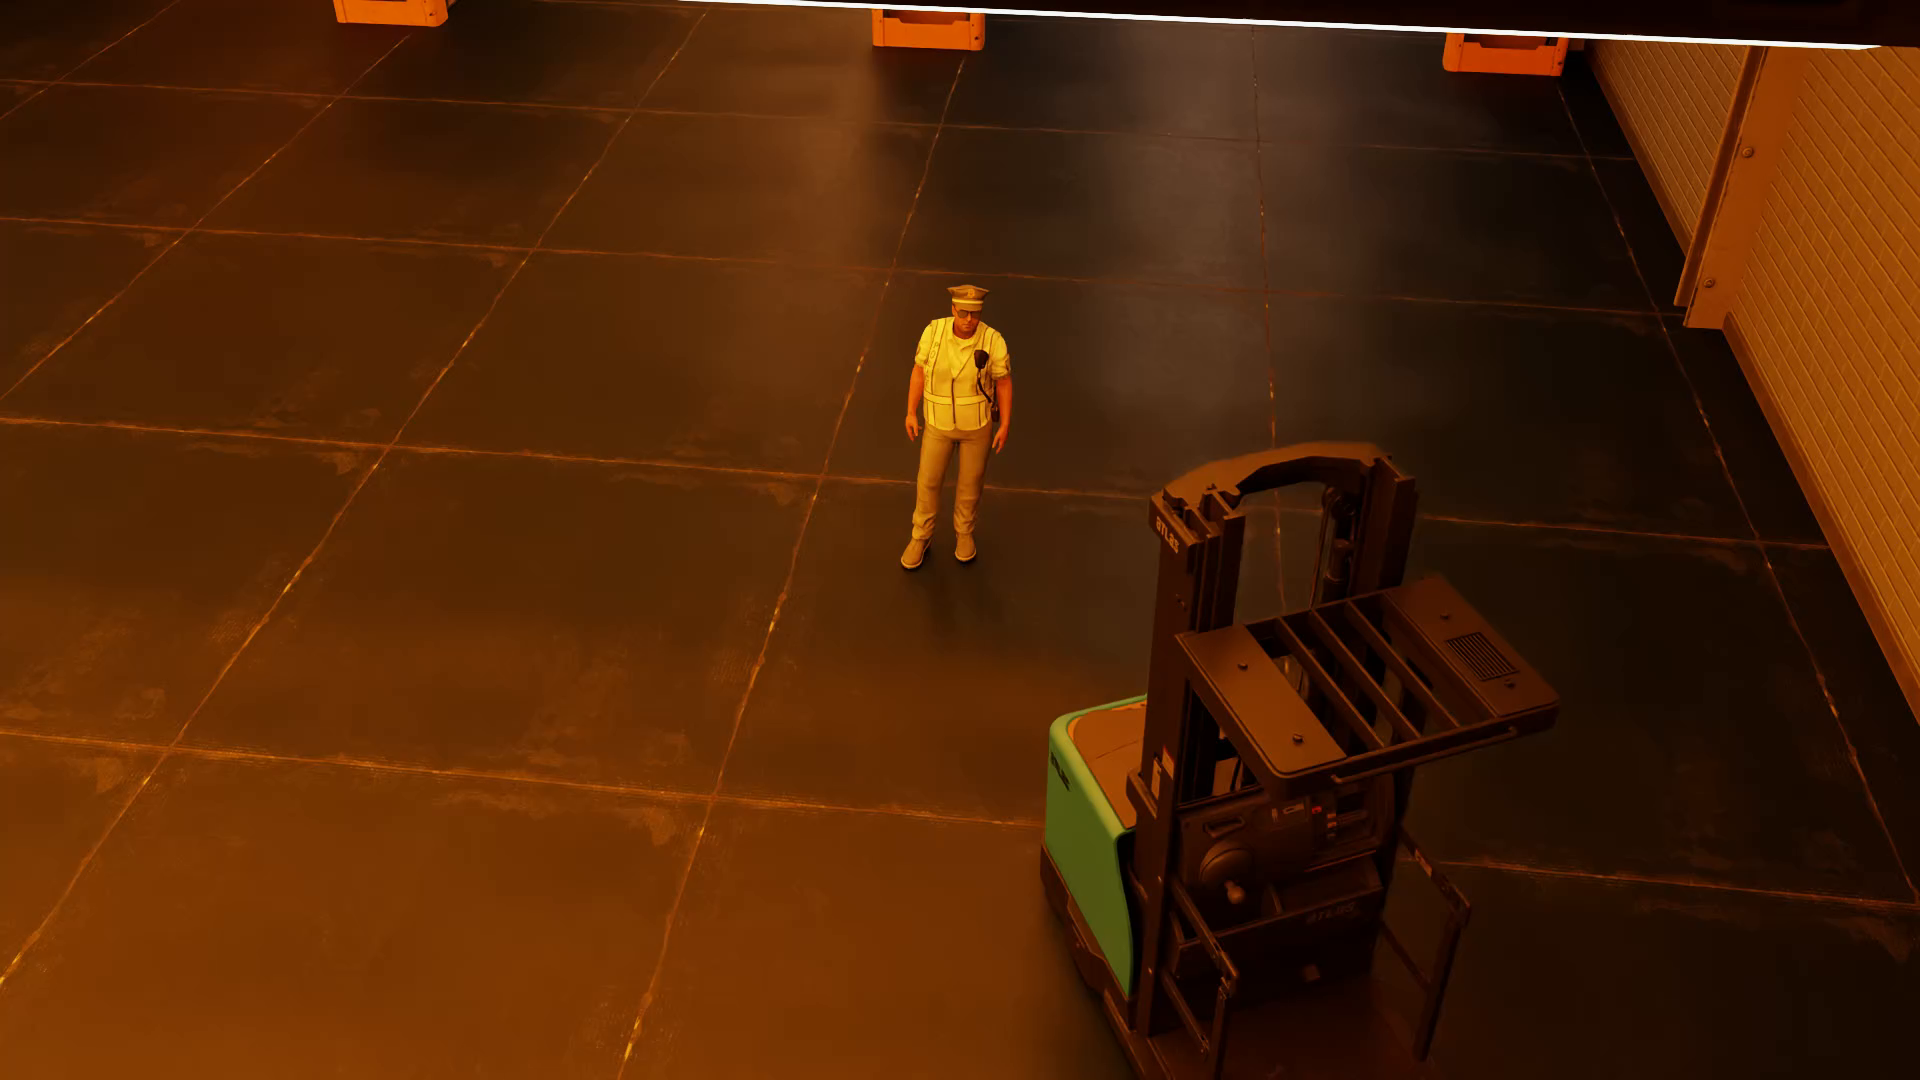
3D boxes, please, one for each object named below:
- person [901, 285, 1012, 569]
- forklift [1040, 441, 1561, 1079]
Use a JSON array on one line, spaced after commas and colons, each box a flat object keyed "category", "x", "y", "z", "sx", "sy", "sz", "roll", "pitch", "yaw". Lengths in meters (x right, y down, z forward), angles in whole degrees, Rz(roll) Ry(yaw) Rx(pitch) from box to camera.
[{"category": "person", "x": -0.022, "y": -0.678, "z": 9.906, "sx": 0.640, "sy": 1.781, "sz": 0.575, "roll": 4, "pitch": 37, "yaw": 6}, {"category": "forklift", "x": 1.367, "y": 1.221, "z": 6.373, "sx": 1.130, "sy": 2.935, "sz": 3.031, "roll": -12, "pitch": 38, "yaw": -16}]
